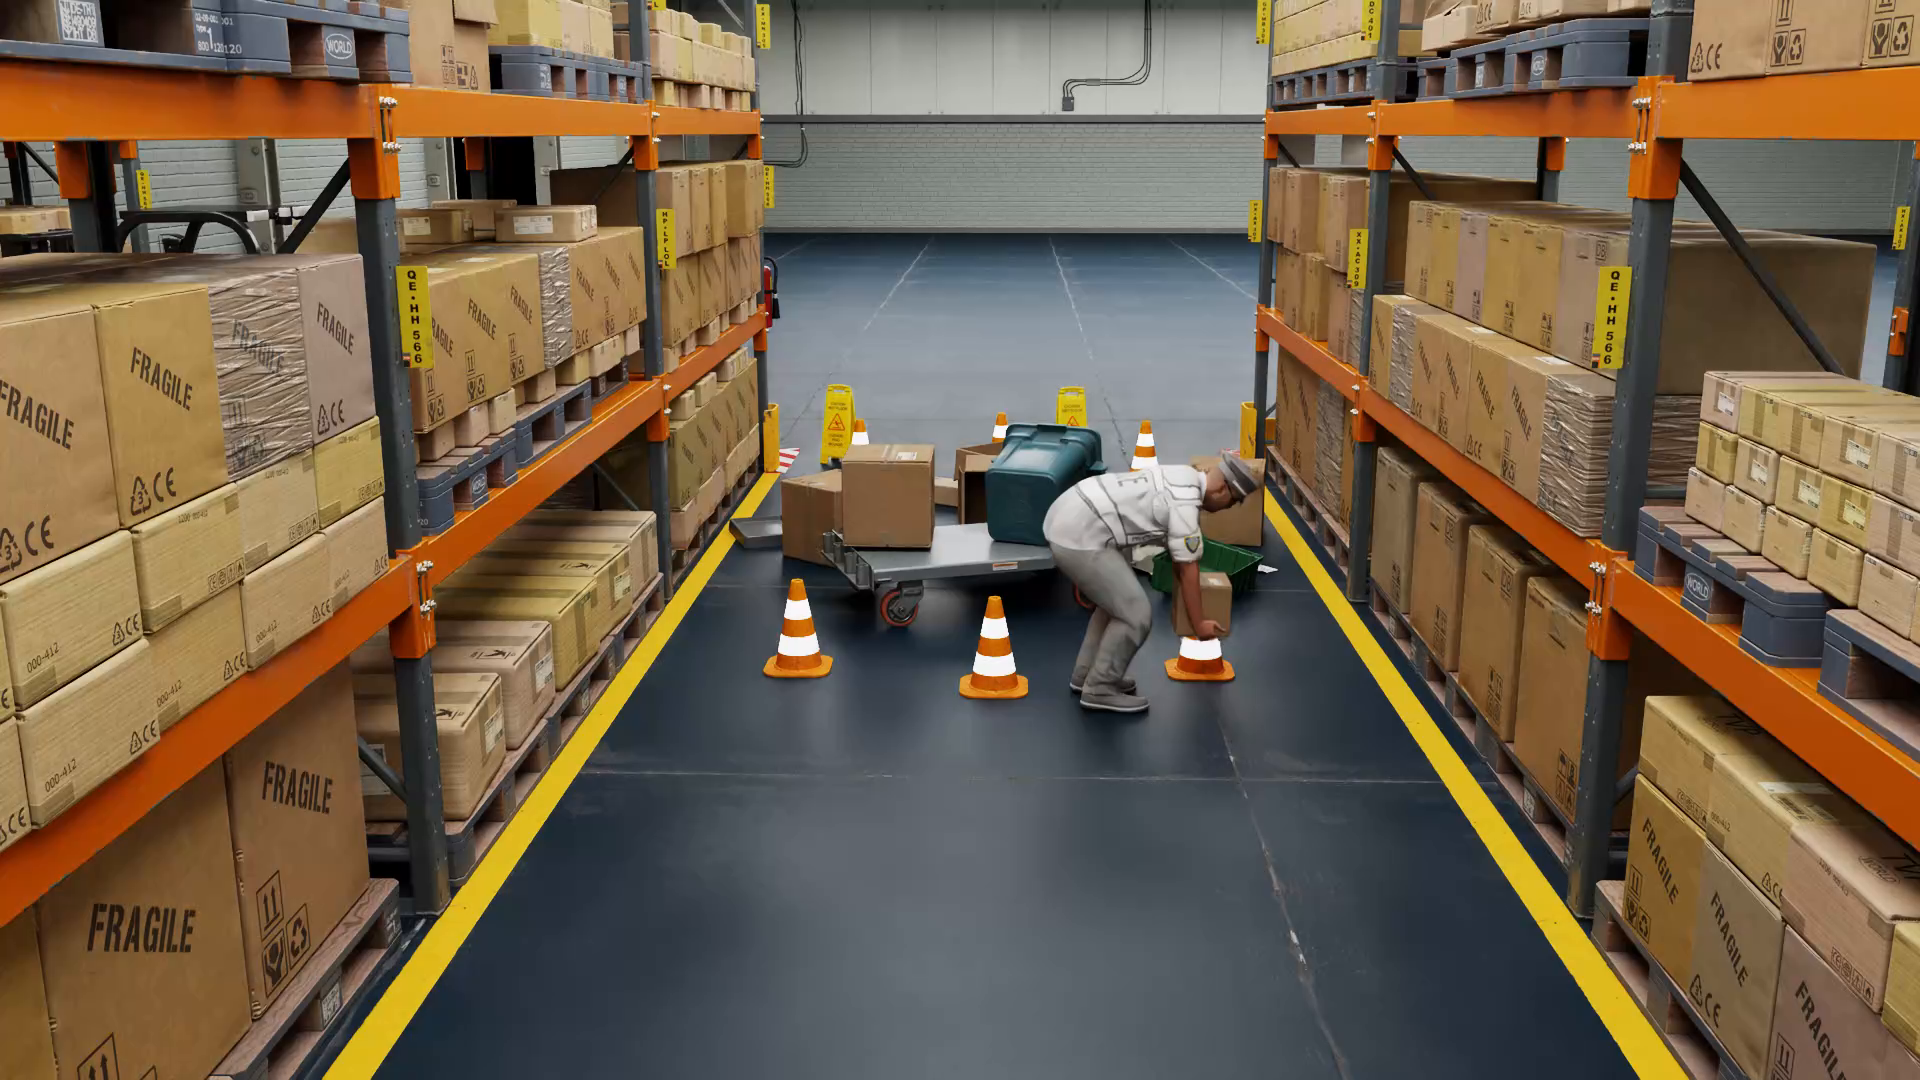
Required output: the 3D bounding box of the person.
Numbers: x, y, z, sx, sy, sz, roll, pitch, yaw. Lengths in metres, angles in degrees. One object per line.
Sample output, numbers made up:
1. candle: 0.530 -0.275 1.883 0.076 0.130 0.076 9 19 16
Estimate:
1. person: 0.915 0.184 7.870 0.994 1.215 0.508 0 14 -1
